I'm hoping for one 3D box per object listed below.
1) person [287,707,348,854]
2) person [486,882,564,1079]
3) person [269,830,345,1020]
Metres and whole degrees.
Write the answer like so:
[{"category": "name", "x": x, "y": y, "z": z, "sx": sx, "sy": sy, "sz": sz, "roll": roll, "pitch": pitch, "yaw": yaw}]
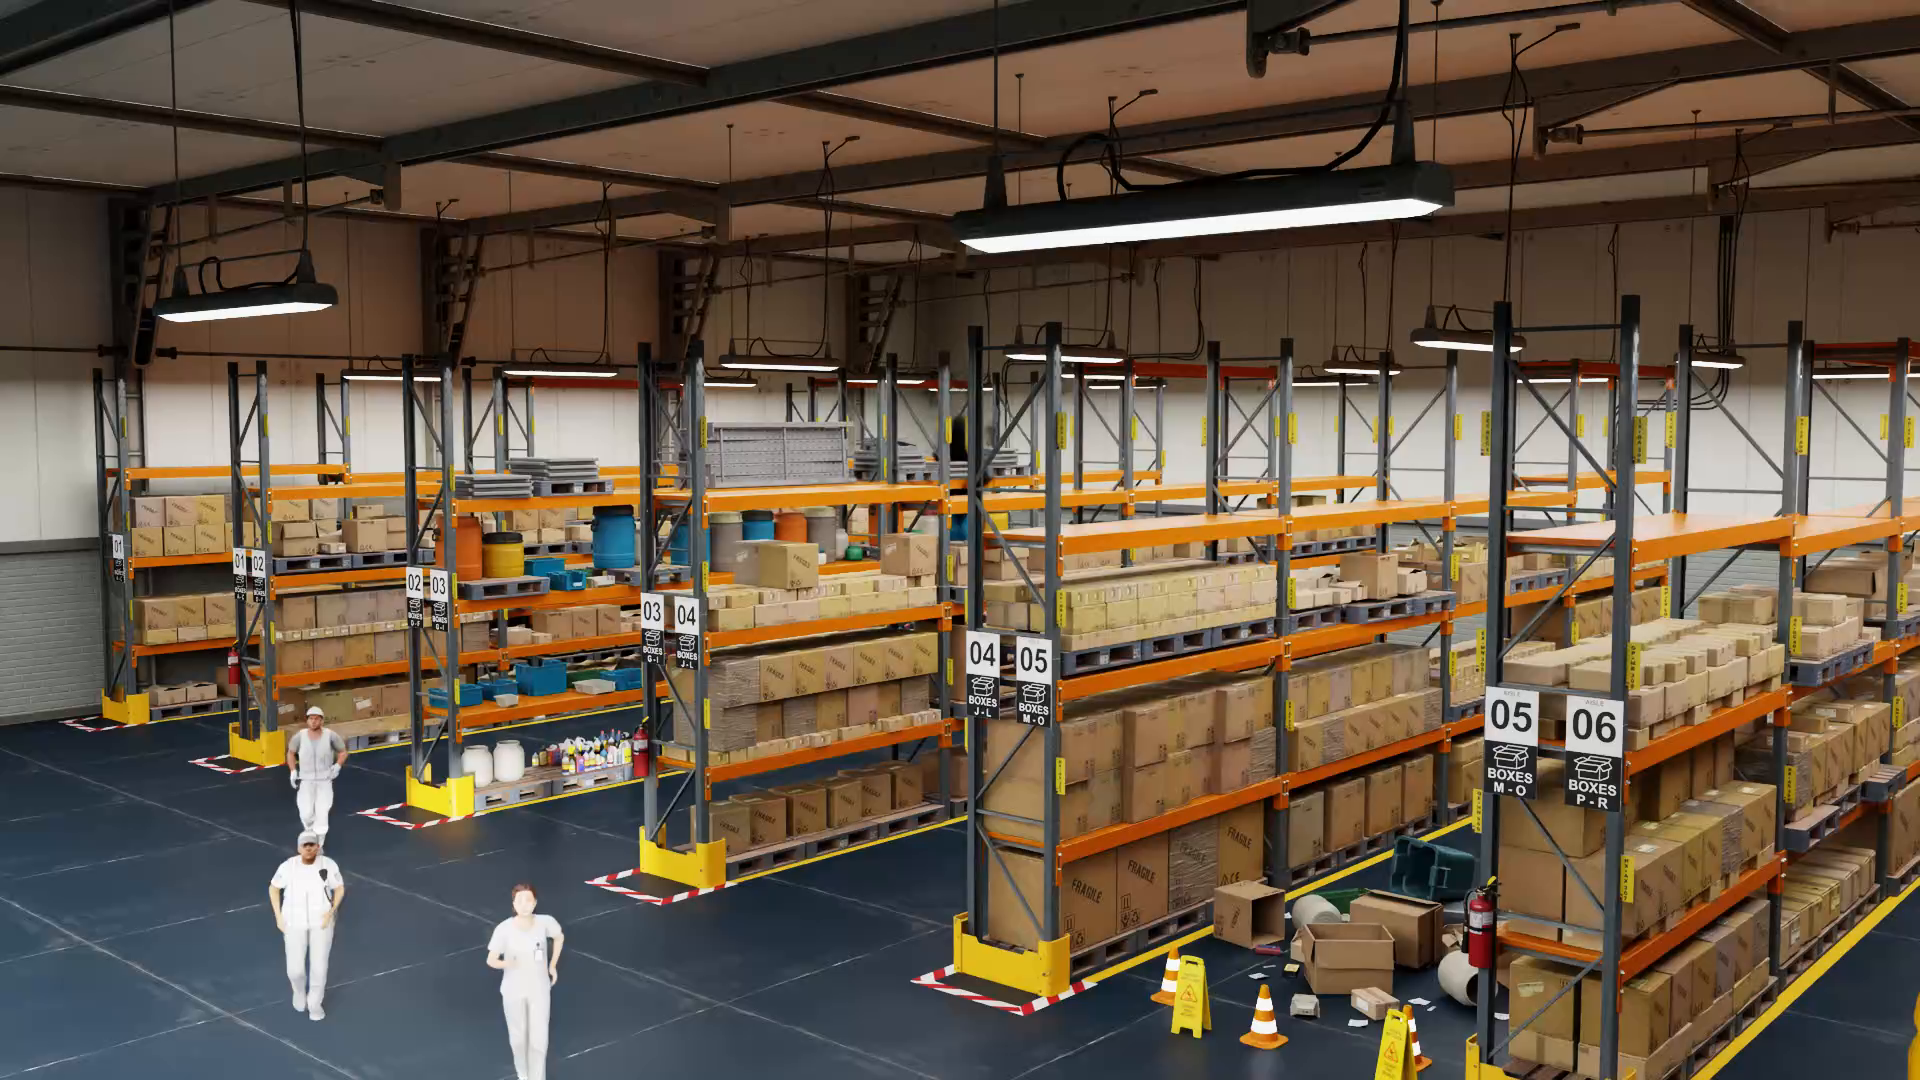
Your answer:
[{"category": "person", "x": -7.622, "y": 2.842, "z": 19.737, "sx": 0.673, "sy": 1.752, "sz": 0.590, "roll": -1, "pitch": 4, "yaw": -19}, {"category": "person", "x": -3.228, "y": 3.387, "z": 12.377, "sx": 0.559, "sy": 1.682, "sz": 0.872, "roll": -1, "pitch": 4, "yaw": -13}, {"category": "person", "x": -5.606, "y": 3.304, "z": 14.295, "sx": 0.610, "sy": 1.632, "sz": 0.500, "roll": -2, "pitch": 4, "yaw": -20}]
